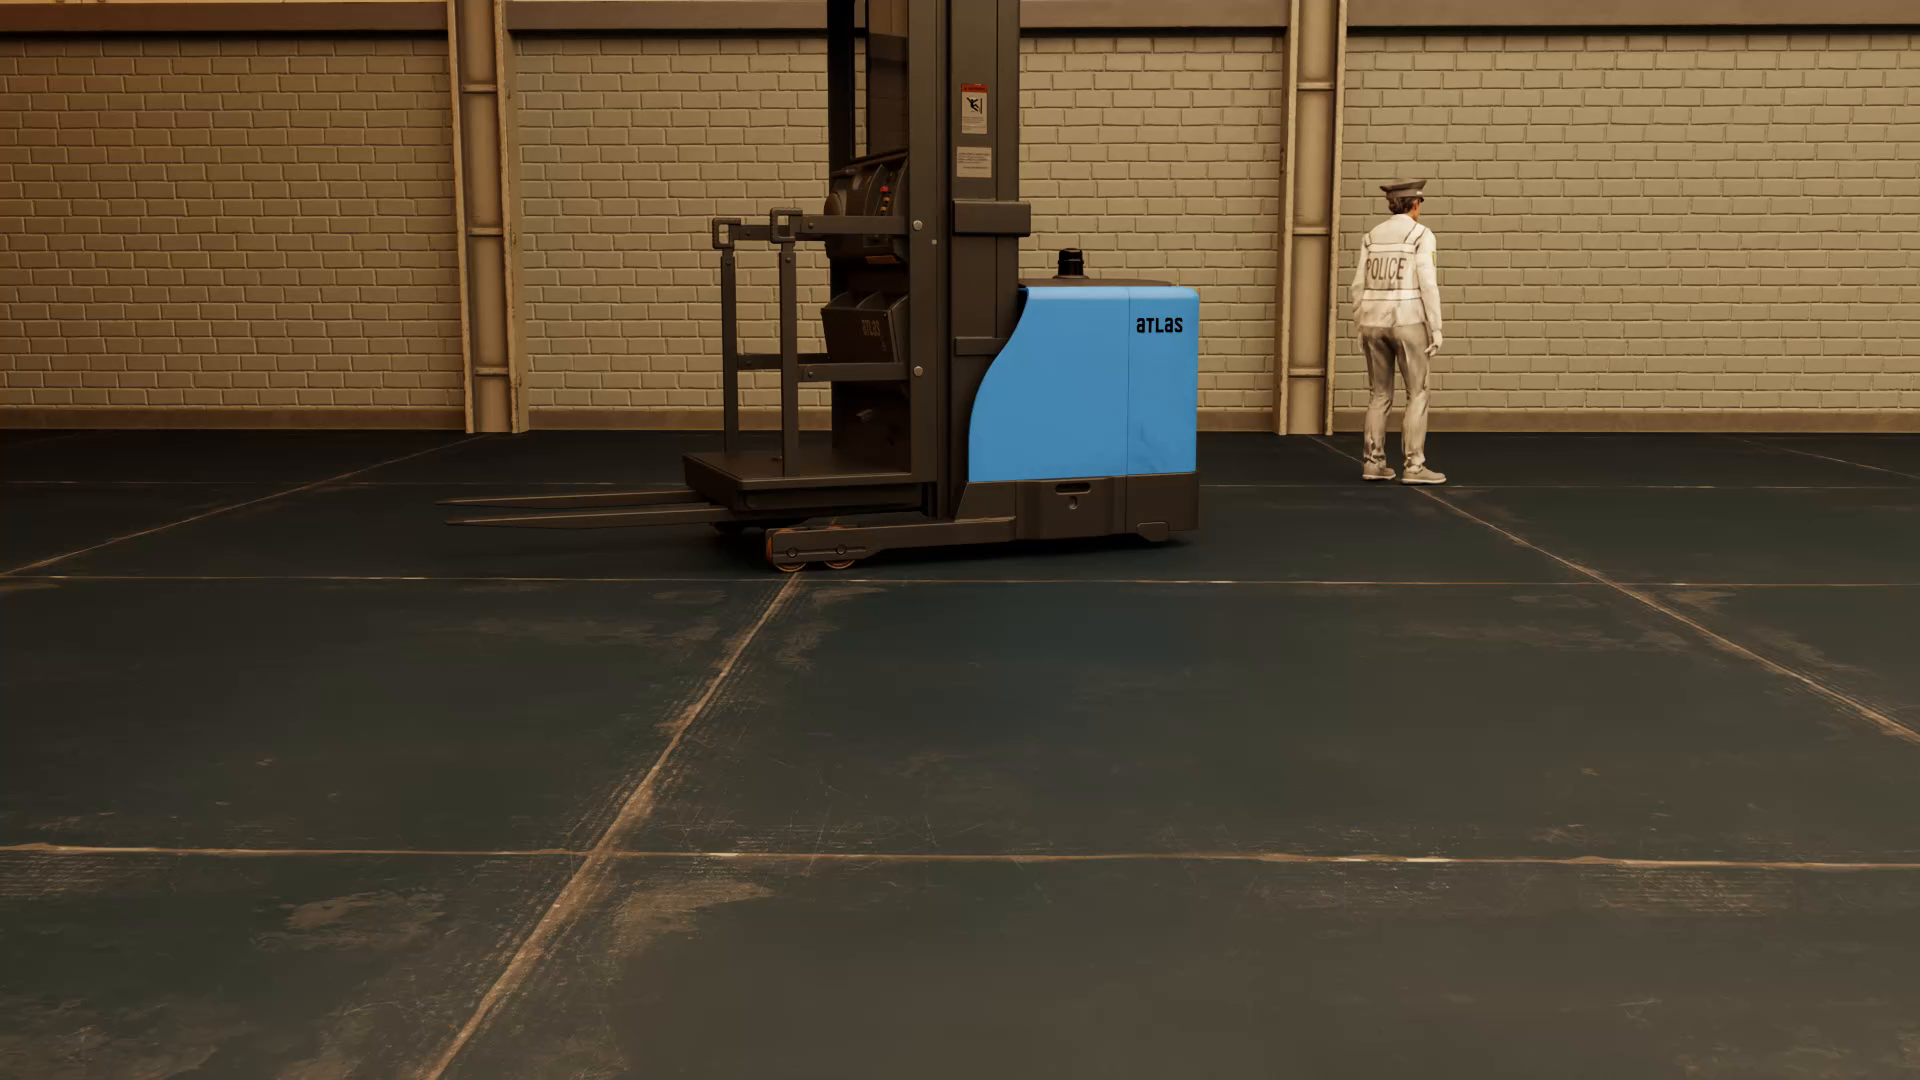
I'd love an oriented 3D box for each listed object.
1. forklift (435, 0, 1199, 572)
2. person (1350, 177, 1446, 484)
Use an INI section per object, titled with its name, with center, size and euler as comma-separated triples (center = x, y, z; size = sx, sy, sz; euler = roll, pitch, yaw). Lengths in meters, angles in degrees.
[forklift]
center = -0.569, -1.416, 6.694
size = 3.031, 2.935, 1.130
euler = -3, 9, -20
[person]
center = 2.404, -1.147, 9.138
size = 0.373, 1.662, 0.536
euler = -8, 12, -43
